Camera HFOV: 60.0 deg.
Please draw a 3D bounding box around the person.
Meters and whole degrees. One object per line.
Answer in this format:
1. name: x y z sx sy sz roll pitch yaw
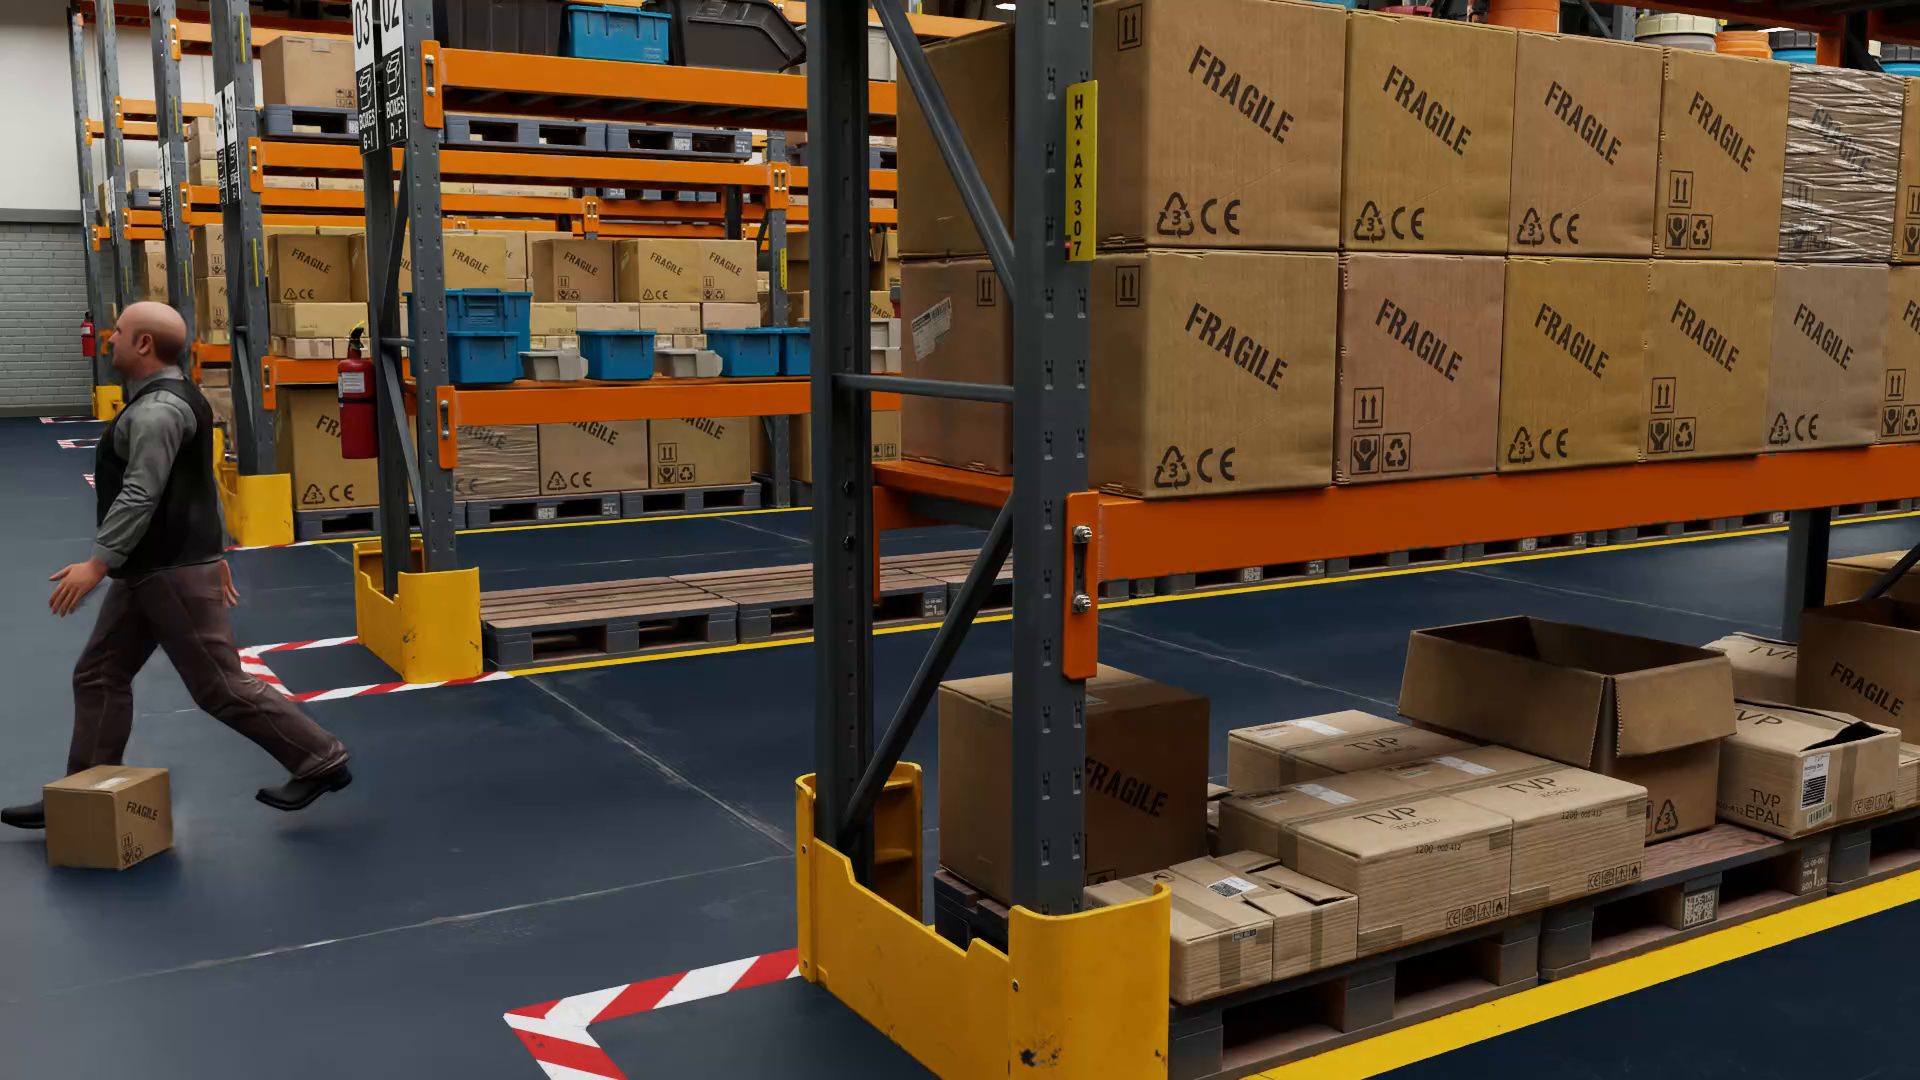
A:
1. person: -2.518 0.092 5.255 1.048 1.677 0.559 -3 9 -23
